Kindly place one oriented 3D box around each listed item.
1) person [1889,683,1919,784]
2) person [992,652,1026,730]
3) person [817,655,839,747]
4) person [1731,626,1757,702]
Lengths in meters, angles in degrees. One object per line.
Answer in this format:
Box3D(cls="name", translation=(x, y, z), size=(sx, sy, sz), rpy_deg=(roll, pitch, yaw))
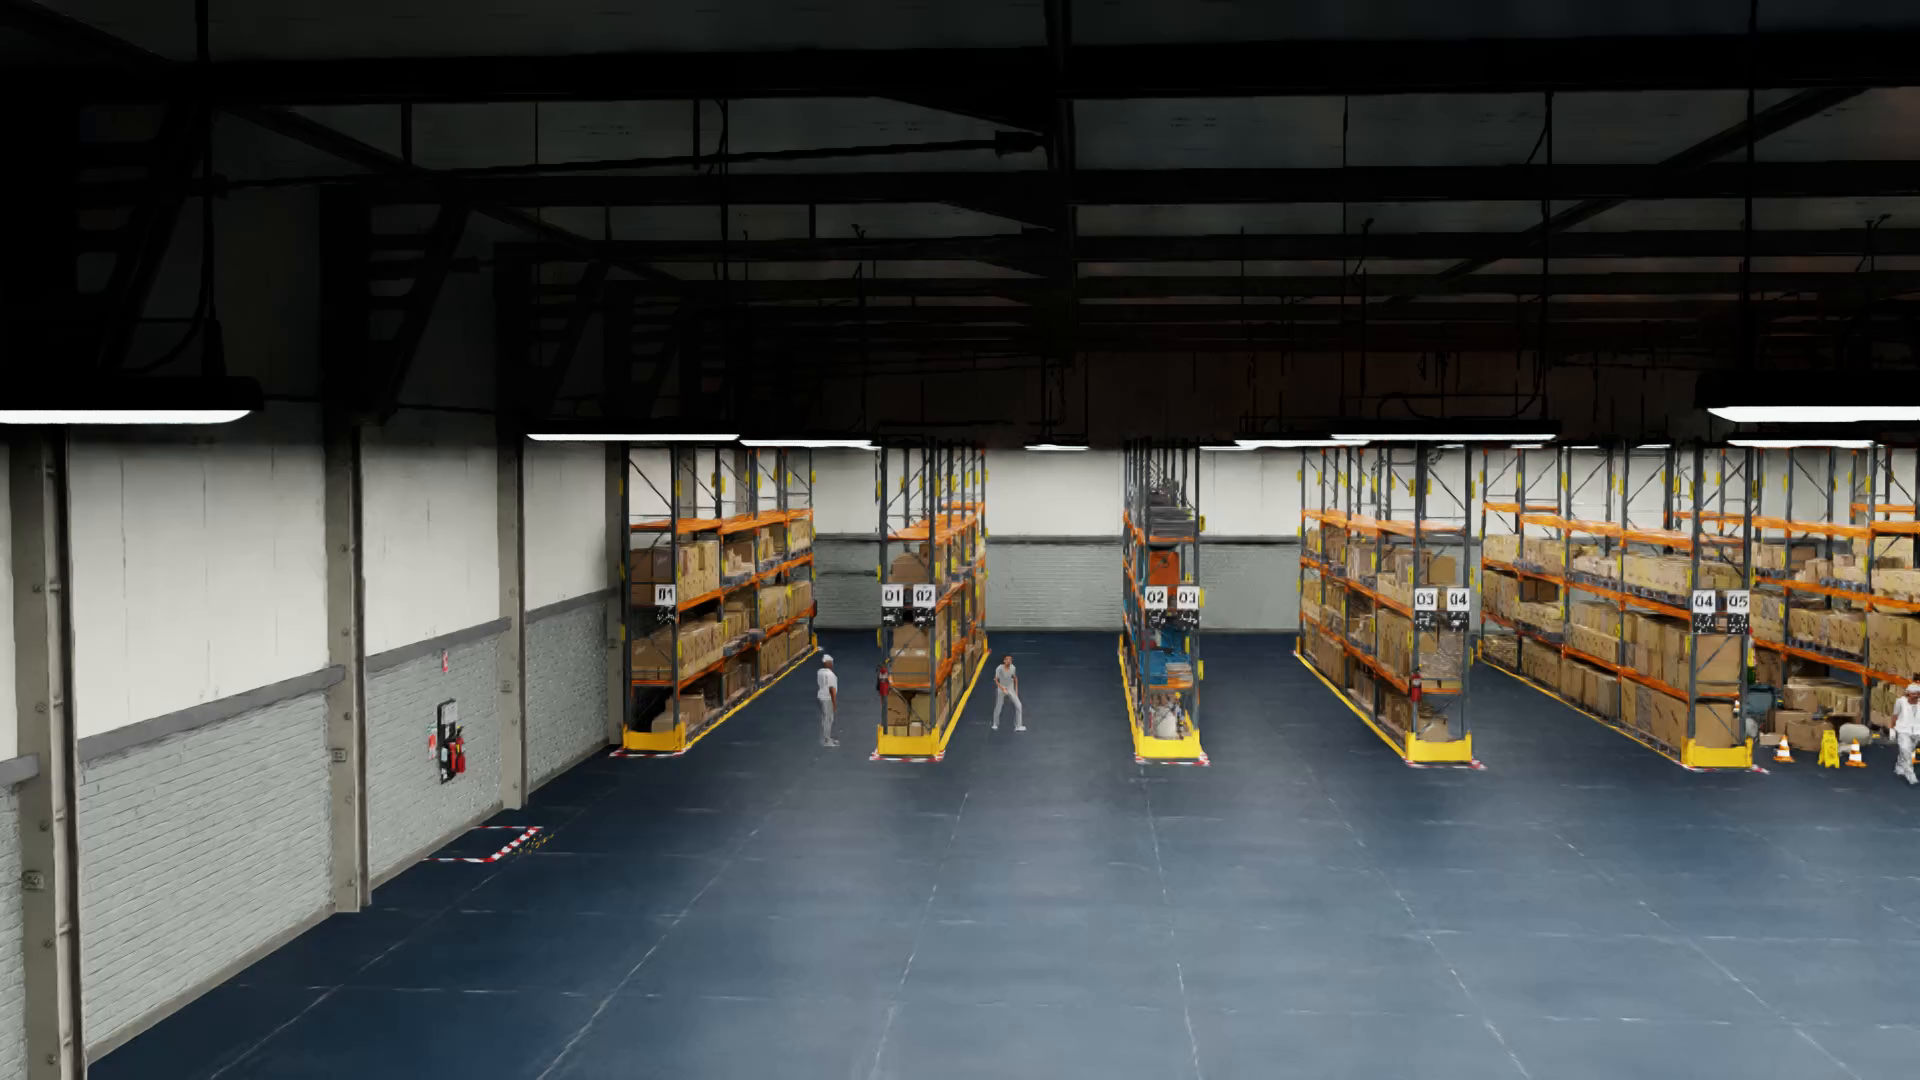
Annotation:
Box3D(cls="person", translation=(16.450, 3.307, 28.754), size=(0.563, 1.690, 1.127), rpy_deg=(0, 3, 2))
Box3D(cls="person", translation=(0.960, 3.090, 34.016), size=(0.609, 1.610, 0.790), rpy_deg=(-1, 3, -16))
Box3D(cls="person", translation=(-2.519, 3.097, 32.220), size=(0.443, 1.771, 0.632), rpy_deg=(-2, 3, -28))
Box3D(cls="person", translation=(17.686, 2.813, 37.431), size=(0.588, 1.784, 0.666), rpy_deg=(2, 3, 28))
